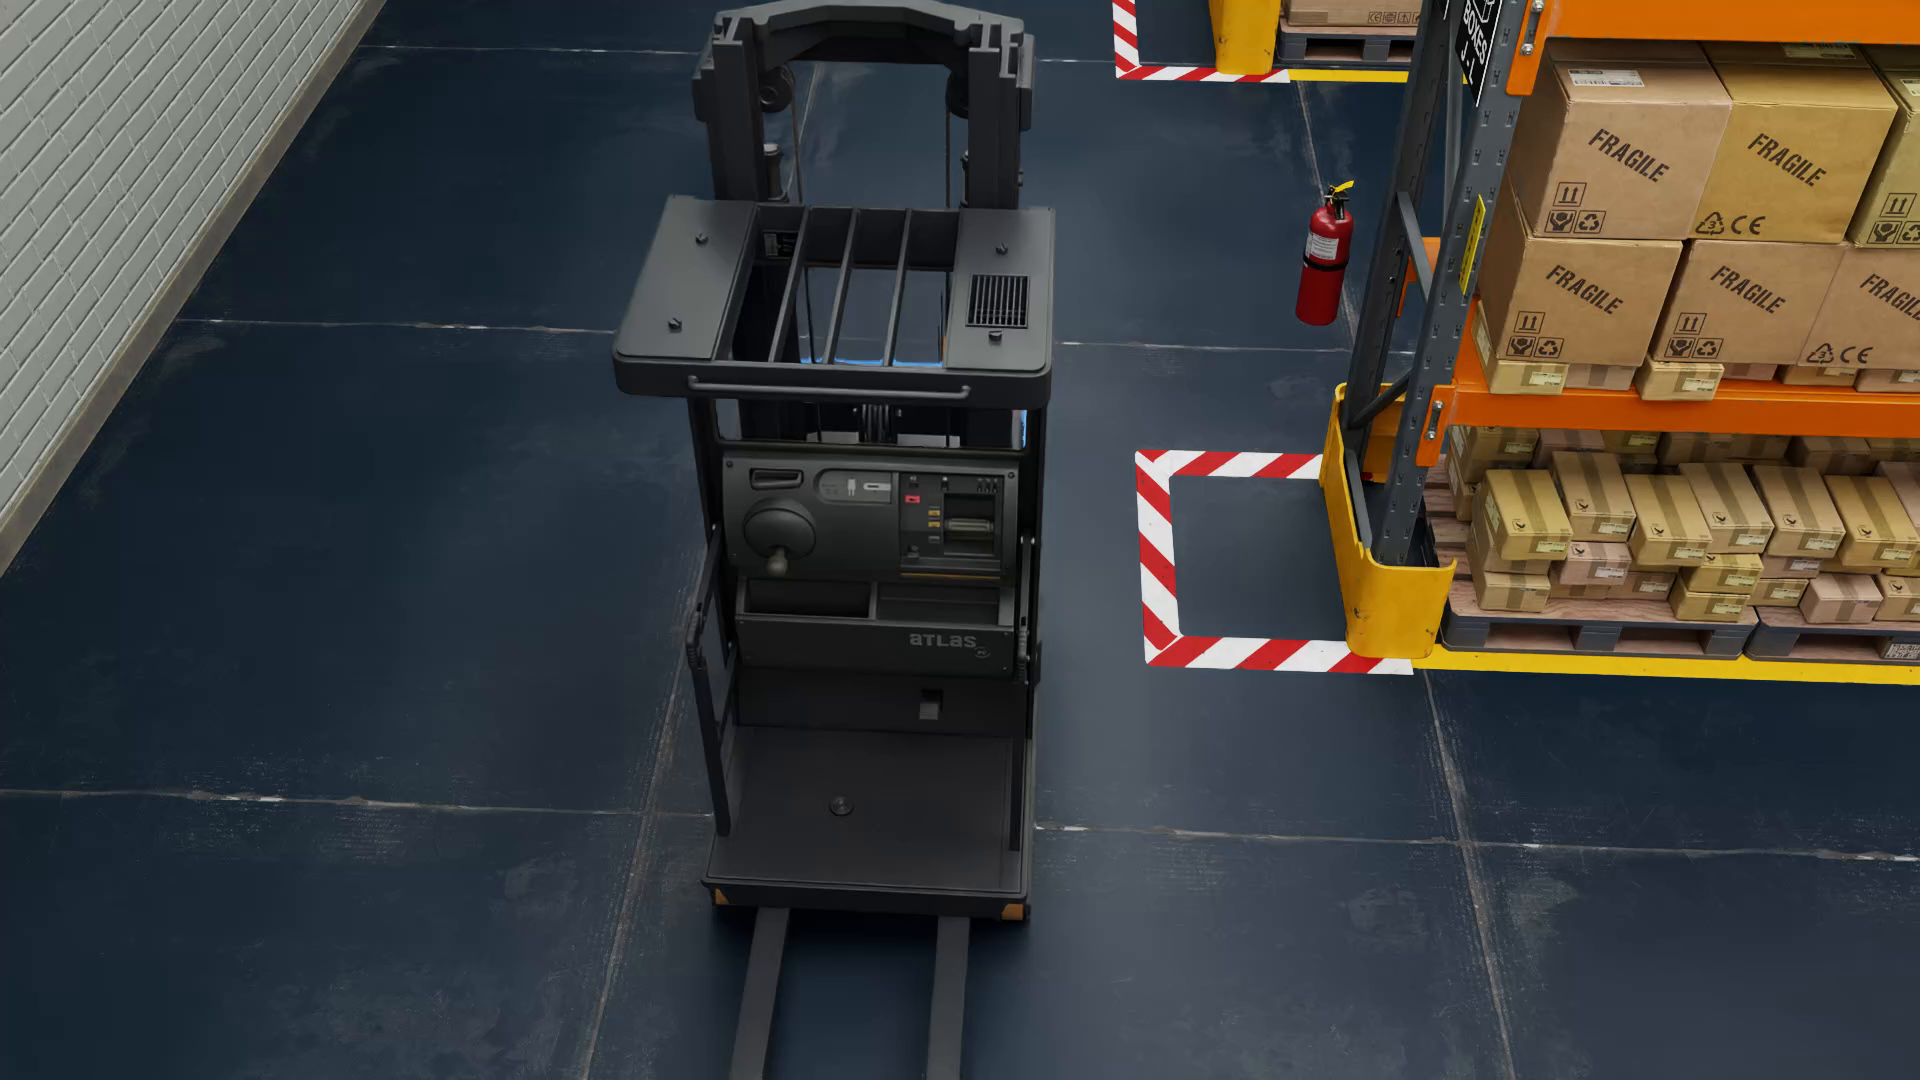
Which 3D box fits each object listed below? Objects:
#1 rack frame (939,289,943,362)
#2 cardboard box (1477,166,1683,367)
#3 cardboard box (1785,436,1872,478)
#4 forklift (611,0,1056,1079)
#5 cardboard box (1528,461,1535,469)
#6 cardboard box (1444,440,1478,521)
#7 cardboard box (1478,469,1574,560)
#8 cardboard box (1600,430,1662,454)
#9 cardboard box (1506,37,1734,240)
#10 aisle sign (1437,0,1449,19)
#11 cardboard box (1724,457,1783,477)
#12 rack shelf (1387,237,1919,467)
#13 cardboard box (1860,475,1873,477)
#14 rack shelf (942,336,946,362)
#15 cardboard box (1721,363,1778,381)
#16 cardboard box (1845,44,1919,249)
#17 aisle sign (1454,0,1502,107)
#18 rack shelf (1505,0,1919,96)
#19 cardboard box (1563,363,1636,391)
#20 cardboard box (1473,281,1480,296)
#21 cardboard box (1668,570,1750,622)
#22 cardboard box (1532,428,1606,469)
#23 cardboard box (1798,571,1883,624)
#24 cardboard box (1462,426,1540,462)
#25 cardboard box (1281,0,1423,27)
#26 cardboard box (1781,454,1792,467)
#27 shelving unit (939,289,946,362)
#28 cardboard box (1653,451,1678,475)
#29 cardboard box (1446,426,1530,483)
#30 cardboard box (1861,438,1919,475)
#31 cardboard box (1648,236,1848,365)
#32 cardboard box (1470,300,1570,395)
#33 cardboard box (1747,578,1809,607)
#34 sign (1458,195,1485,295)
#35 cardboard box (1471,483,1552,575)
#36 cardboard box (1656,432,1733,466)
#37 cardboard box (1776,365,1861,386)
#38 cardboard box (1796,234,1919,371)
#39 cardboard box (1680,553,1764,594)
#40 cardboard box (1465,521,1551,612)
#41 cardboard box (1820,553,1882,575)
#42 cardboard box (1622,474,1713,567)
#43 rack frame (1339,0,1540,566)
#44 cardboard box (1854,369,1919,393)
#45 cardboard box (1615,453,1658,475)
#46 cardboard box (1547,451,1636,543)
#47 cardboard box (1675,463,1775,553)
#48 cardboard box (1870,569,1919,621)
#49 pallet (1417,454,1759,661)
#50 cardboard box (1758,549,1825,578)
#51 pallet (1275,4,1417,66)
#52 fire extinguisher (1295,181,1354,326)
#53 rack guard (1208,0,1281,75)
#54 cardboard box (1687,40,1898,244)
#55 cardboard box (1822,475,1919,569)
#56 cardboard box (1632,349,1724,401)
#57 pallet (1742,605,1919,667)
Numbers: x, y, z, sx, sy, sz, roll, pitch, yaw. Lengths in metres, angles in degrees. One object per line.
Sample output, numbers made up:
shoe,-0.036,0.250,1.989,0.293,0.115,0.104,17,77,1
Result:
rack frame,-0.075,-0.470,6.874,0.006,1.200,0.240,1,43,2
cardboard box,2.137,-0.963,5.792,0.500,0.500,0.500,4,43,4
cardboard box,3.539,-0.431,6.859,0.250,0.149,0.380,0,43,0
forklift,-0.293,0.019,5.079,1.130,2.935,3.031,2,43,3
cardboard box,2.500,-0.372,7.014,0.250,0.149,0.380,1,43,1
cardboard box,2.236,-0.256,7.107,0.250,0.149,0.380,2,43,3
cardboard box,2.209,-0.100,6.504,0.250,0.149,0.380,0,43,0
cardboard box,2.754,-0.536,6.971,0.250,0.149,0.380,1,43,1
cardboard box,2.137,-1.336,5.459,0.500,0.500,0.500,2,43,2
aisle sign,1.641,-2.177,5.479,0.004,0.787,0.394,2,43,2
cardboard box,3.278,-0.395,7.039,0.250,0.149,0.380,2,43,3
rack shelf,3.699,-0.695,6.323,4.000,0.370,1.077,2,43,2
cardboard box,3.810,-0.385,7.028,0.250,0.149,0.380,2,43,2
rack shelf,0.016,-0.698,6.656,0.180,0.103,0.258,1,43,2
cardboard box,2.797,-0.755,6.045,0.250,0.149,0.380,4,43,4
cardboard box,3.160,-1.294,5.413,0.500,0.500,0.500,1,43,1
aisle sign,1.614,-1.769,5.041,0.004,0.787,0.394,2,43,2
rack shelf,3.699,-1.792,5.301,4.000,0.370,1.077,2,43,2
cardboard box,2.266,-0.715,6.001,0.250,0.149,0.380,3,43,3
cardboard box,2.039,-1.110,6.425,0.250,0.149,0.380,2,43,2
cardboard box,2.974,0.142,6.681,0.250,0.149,0.380,2,43,2
cardboard box,2.490,-0.457,6.887,0.250,0.149,0.380,3,43,3
cardboard box,3.478,0.152,6.670,0.250,0.149,0.380,0,43,0
cardboard box,2.241,-0.504,6.937,0.250,0.149,0.380,2,43,2
cardboard box,2.487,-3.657,10.547,0.875,0.438,0.875,0,43,0
cardboard box,3.533,-0.375,7.017,0.250,0.149,0.380,4,43,4
shelving unit,0.016,-0.467,6.871,0.189,1.200,0.258,1,43,2
cardboard box,3.024,-0.324,6.962,0.250,0.149,0.380,1,43,1
cardboard box,2.241,-0.417,7.062,0.250,0.149,0.380,1,43,1
cardboard box,3.802,-0.442,6.871,0.250,0.149,0.380,2,43,2
cardboard box,2.673,-0.964,5.793,0.500,0.500,0.500,2,43,2
cardboard box,2.010,-0.694,5.979,0.250,0.149,0.380,1,43,2
cardboard box,3.233,0.085,6.742,0.250,0.149,0.380,2,43,2
sign,1.677,-0.967,5.452,0.005,0.325,0.100,2,43,2
cardboard box,2.213,-0.048,6.666,0.250,0.149,0.380,3,43,4
cardboard box,3.010,-0.485,6.917,0.250,0.149,0.380,0,43,0
cardboard box,3.067,-0.730,6.018,0.250,0.149,0.380,1,43,1
cardboard box,3.162,-0.940,5.767,0.500,0.500,0.500,2,43,2
cardboard box,2.984,0.028,6.585,0.250,0.149,0.380,3,43,3
cardboard box,2.210,0.104,6.721,0.250,0.149,0.380,3,43,3
cardboard box,3.526,-0.049,6.667,0.250,0.149,0.380,4,43,4
cardboard box,2.736,-0.079,6.481,0.250,0.149,0.380,2,43,2
rack frame,1.701,-1.019,6.144,0.127,3.000,1.000,2,43,2
cardboard box,3.312,-0.704,5.989,0.250,0.149,0.380,1,43,1
cardboard box,2.760,-0.402,7.046,0.250,0.149,0.380,0,43,0
cardboard box,2.490,-0.174,6.583,0.250,0.149,0.380,2,43,3
cardboard box,2.987,-0.128,6.533,0.250,0.149,0.380,0,43,0
cardboard box,3.756,0.142,6.680,0.250,0.149,0.380,2,43,2
pallet,2.587,0.052,7.039,1.213,0.211,1.003,2,43,2
cardboard box,3.253,-0.029,6.645,0.250,0.149,0.380,0,43,0
pallet,2.625,-3.402,10.747,1.213,0.211,1.003,2,43,2
fire extinguisher,1.470,-1.177,6.643,0.183,0.674,0.296,2,43,2
rack guard,1.799,-3.479,10.618,0.348,0.500,1.175,2,43,2
cardboard box,2.642,-1.325,5.447,0.500,0.500,0.500,3,43,3
cardboard box,3.525,-0.073,6.475,0.250,0.149,0.380,2,43,3
cardboard box,2.532,-0.670,5.953,0.250,0.149,0.380,1,43,1
pallet,3.802,0.091,6.997,1.213,0.211,1.003,2,43,2
